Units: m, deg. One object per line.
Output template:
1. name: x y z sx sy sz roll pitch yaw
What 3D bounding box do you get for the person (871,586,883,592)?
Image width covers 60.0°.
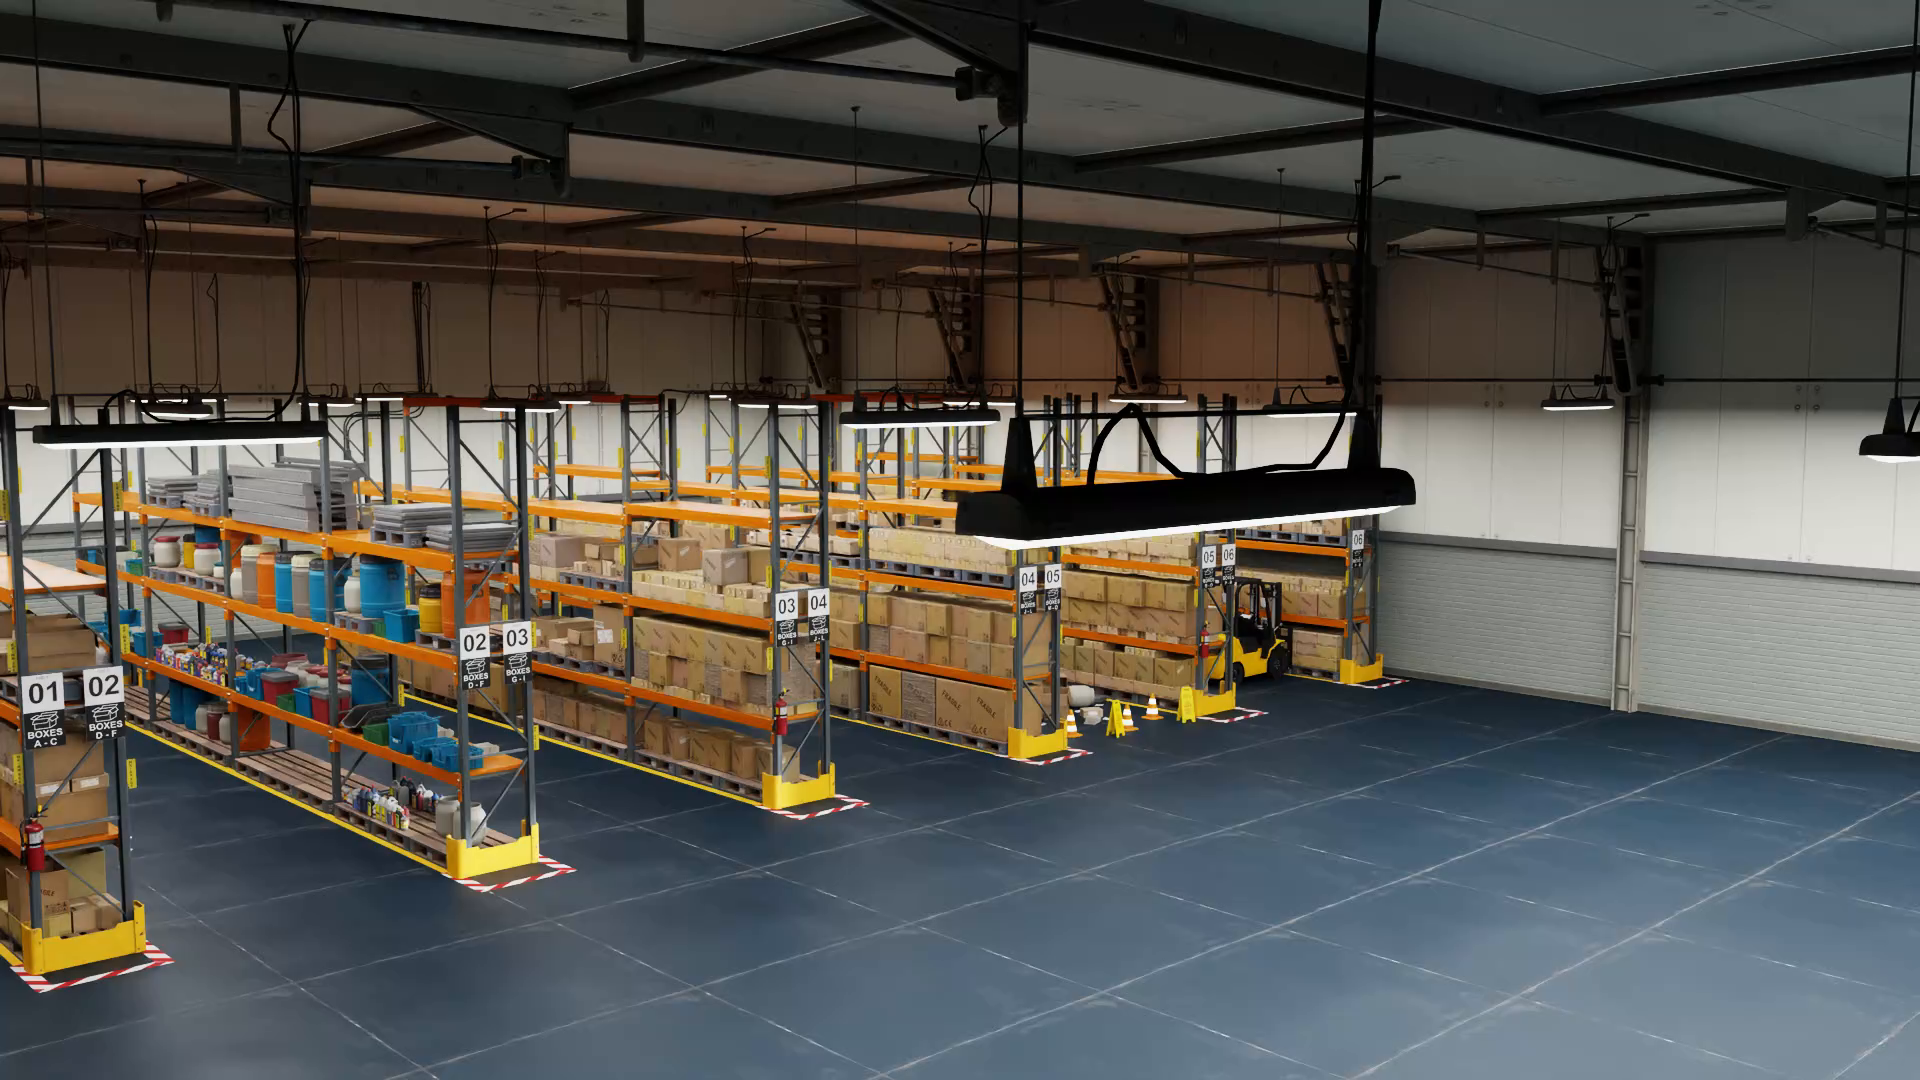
1. person: -1.658 1.794 34.414 0.587 1.701 0.434 -1 6 -5

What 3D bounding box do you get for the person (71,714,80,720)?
1. person: -15.263 2.685 28.501 0.588 1.769 0.432 3 6 30

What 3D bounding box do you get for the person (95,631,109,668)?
1. person: -15.969 2.530 31.004 0.518 1.697 0.467 2 6 16
